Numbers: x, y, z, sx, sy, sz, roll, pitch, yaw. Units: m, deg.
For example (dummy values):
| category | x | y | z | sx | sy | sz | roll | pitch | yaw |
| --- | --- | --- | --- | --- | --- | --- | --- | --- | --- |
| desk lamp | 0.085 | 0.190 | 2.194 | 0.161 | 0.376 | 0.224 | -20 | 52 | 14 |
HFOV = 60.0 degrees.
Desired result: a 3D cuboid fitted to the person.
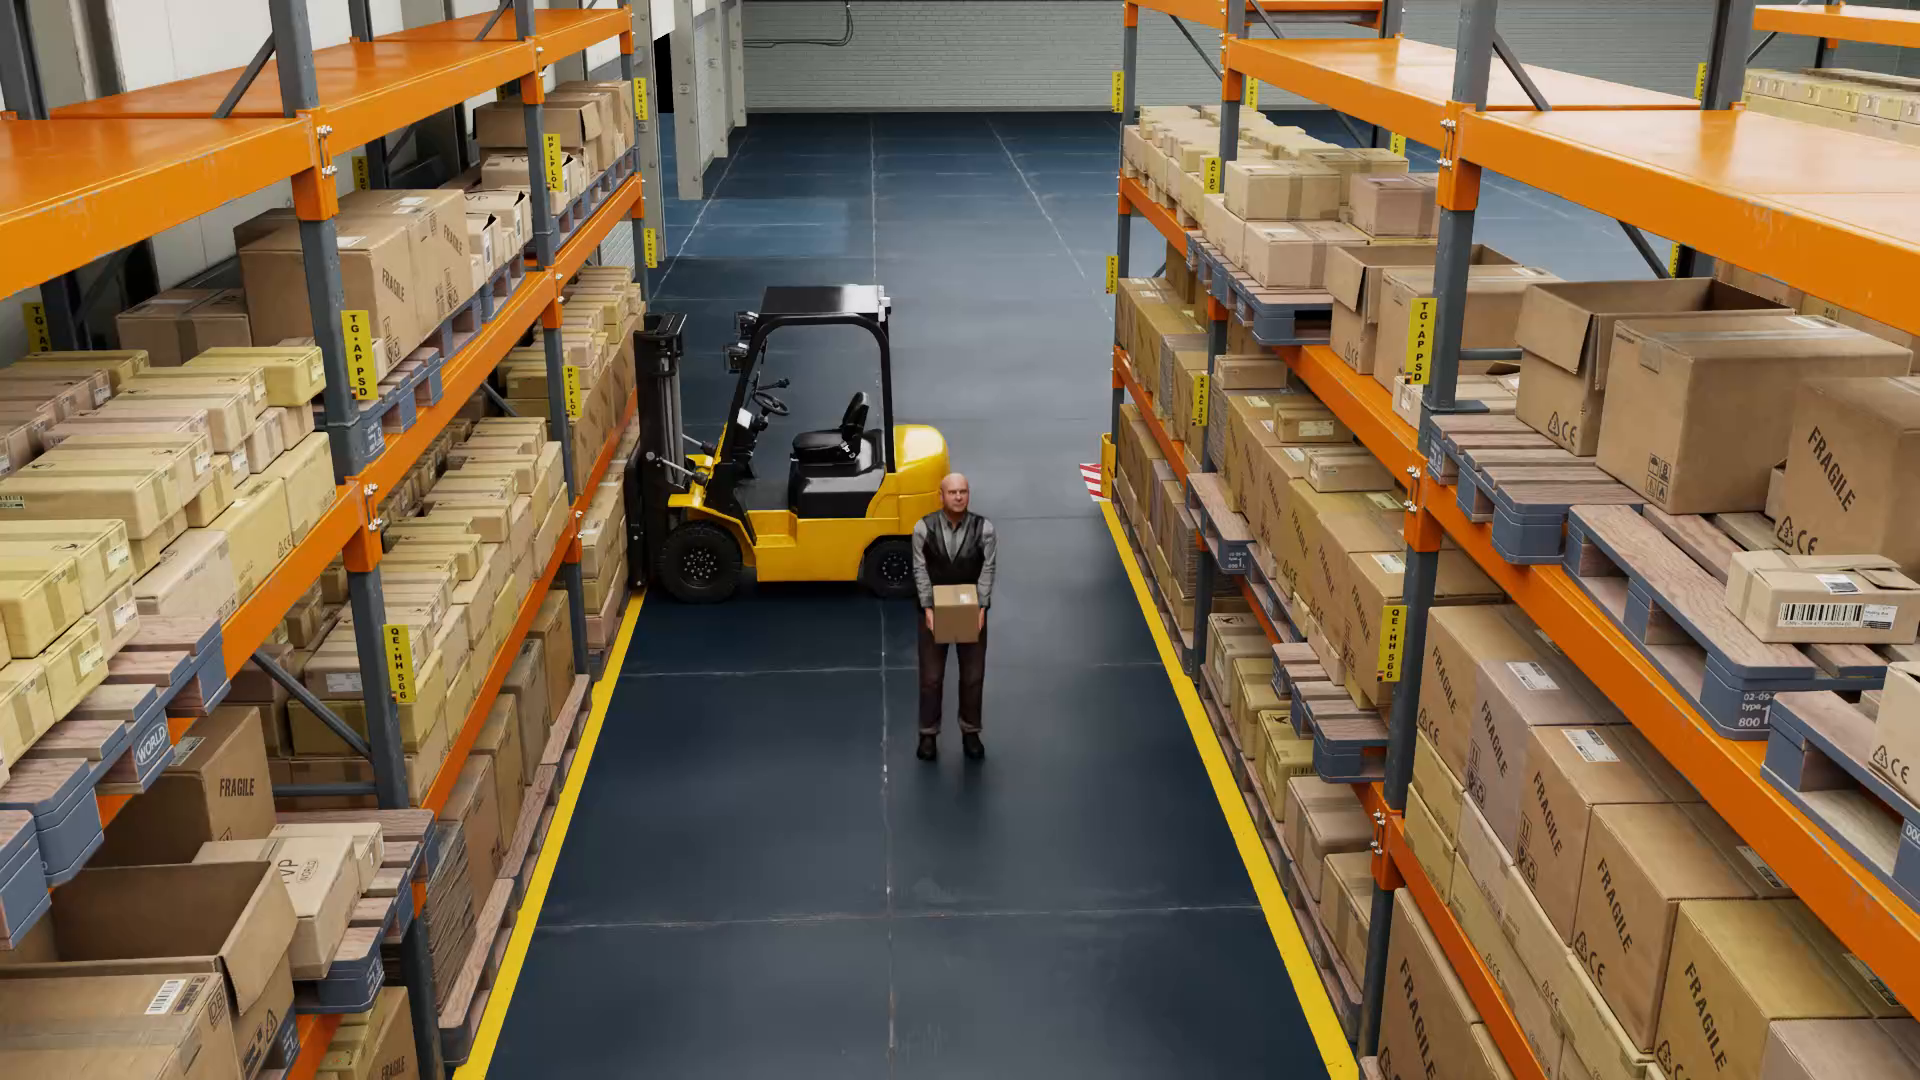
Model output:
| category | x | y | z | sx | sy | sz | roll | pitch | yaw |
| --- | --- | --- | --- | --- | --- | --- | --- | --- | --- |
| person | -0.029 | 0.475 | 9.821 | 0.501 | 1.722 | 0.548 | -1 | 20 | -3 |
